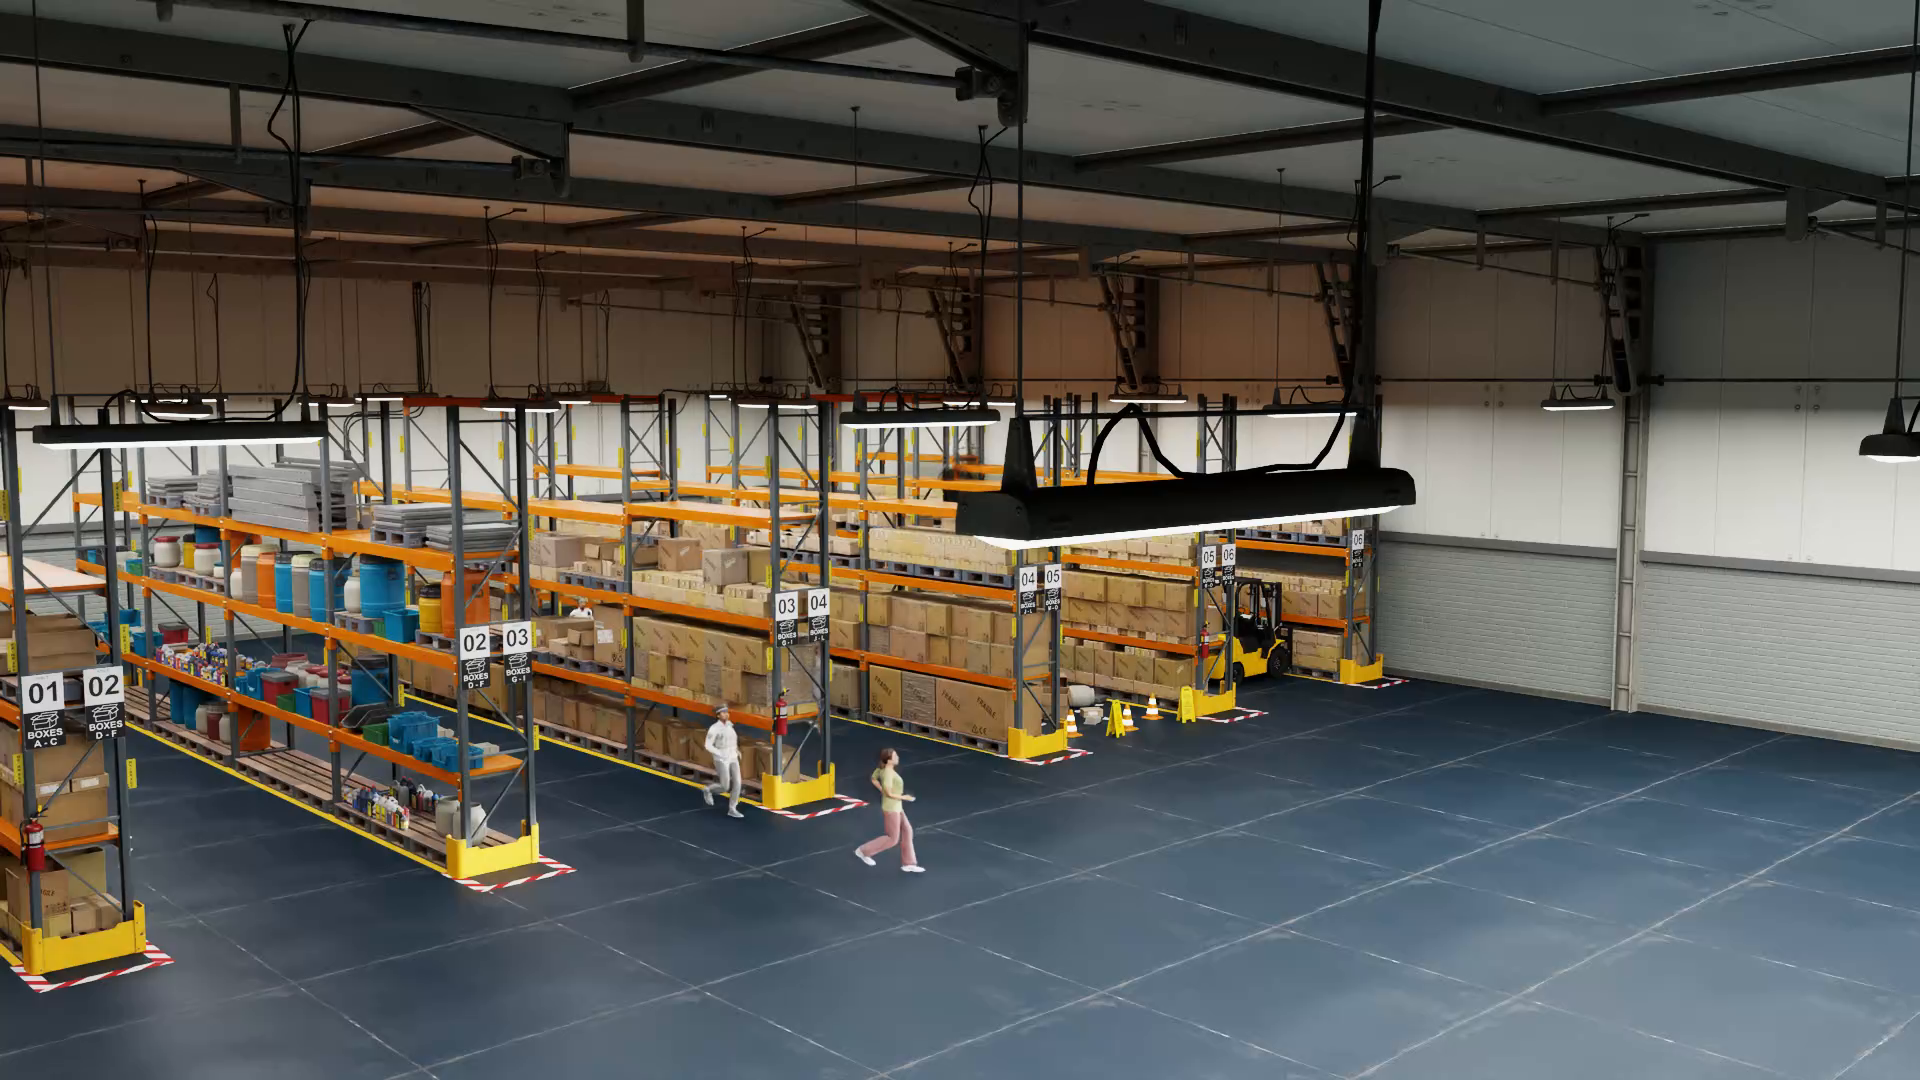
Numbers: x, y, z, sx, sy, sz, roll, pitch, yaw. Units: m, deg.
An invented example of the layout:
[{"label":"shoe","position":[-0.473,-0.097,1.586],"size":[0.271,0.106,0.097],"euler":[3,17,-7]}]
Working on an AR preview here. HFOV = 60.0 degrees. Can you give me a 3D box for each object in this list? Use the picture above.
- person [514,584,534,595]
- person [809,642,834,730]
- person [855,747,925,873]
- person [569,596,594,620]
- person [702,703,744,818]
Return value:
[{"label":"person","position":[-10.727,1.610,40.242],"size":[0.758,1.660,0.553],"euler":[4,7,35]},{"label":"person","position":[-2.538,2.640,29.825],"size":[0.516,1.632,0.759],"euler":[-5,7,-42]},{"label":"person","position":[-0.903,3.467,21.281],"size":[0.913,1.658,0.592],"euler":[-1,6,-9]},{"label":"person","position":[-8.112,2.039,35.797],"size":[0.607,1.705,0.799],"euler":[-4,7,-37]},{"label":"person","position":[-3.411,3.174,24.116],"size":[0.725,1.650,0.615],"euler":[4,7,39]}]
